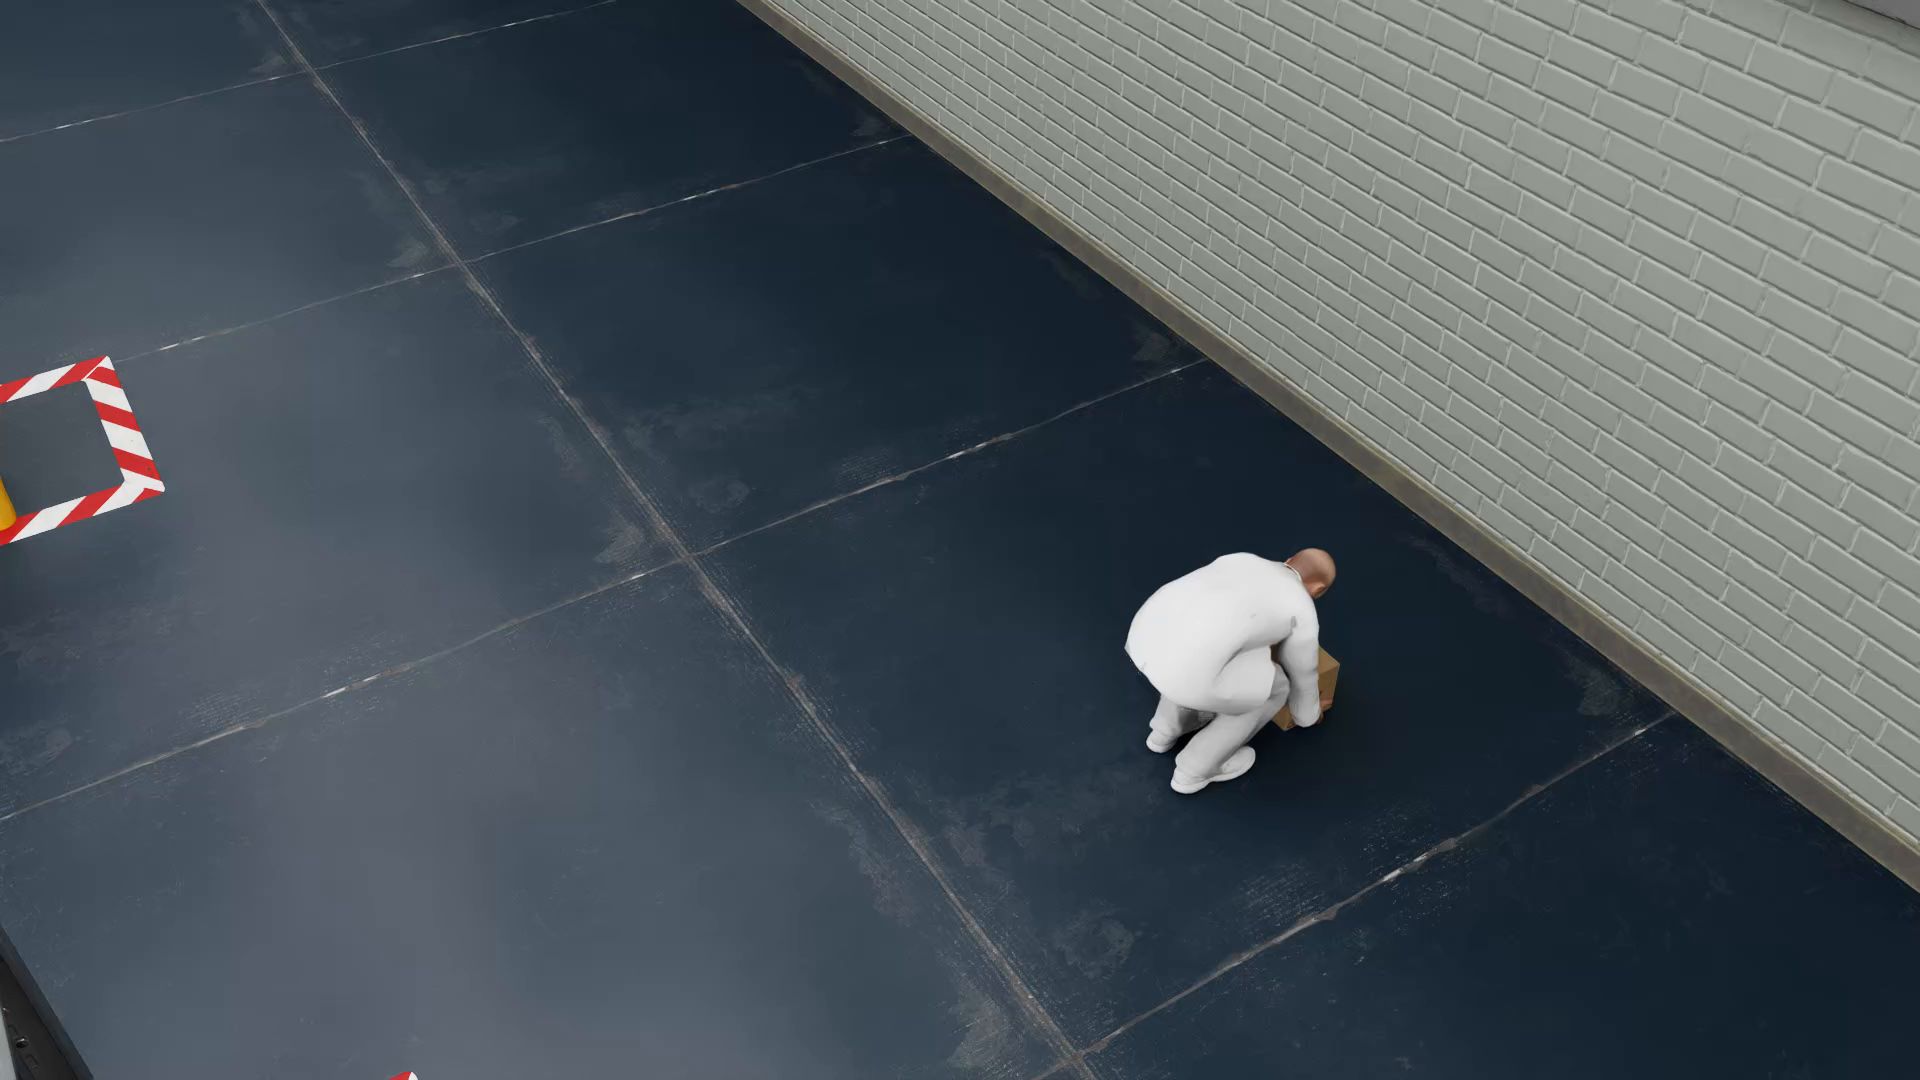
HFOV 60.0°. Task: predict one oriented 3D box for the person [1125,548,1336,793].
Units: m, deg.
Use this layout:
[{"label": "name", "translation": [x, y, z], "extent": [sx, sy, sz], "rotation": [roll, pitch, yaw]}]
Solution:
[{"label": "person", "translation": [1.043, 0.455, 6.338], "extent": [0.952, 0.898, 0.585], "rotation": [-24, 46, -26]}]
